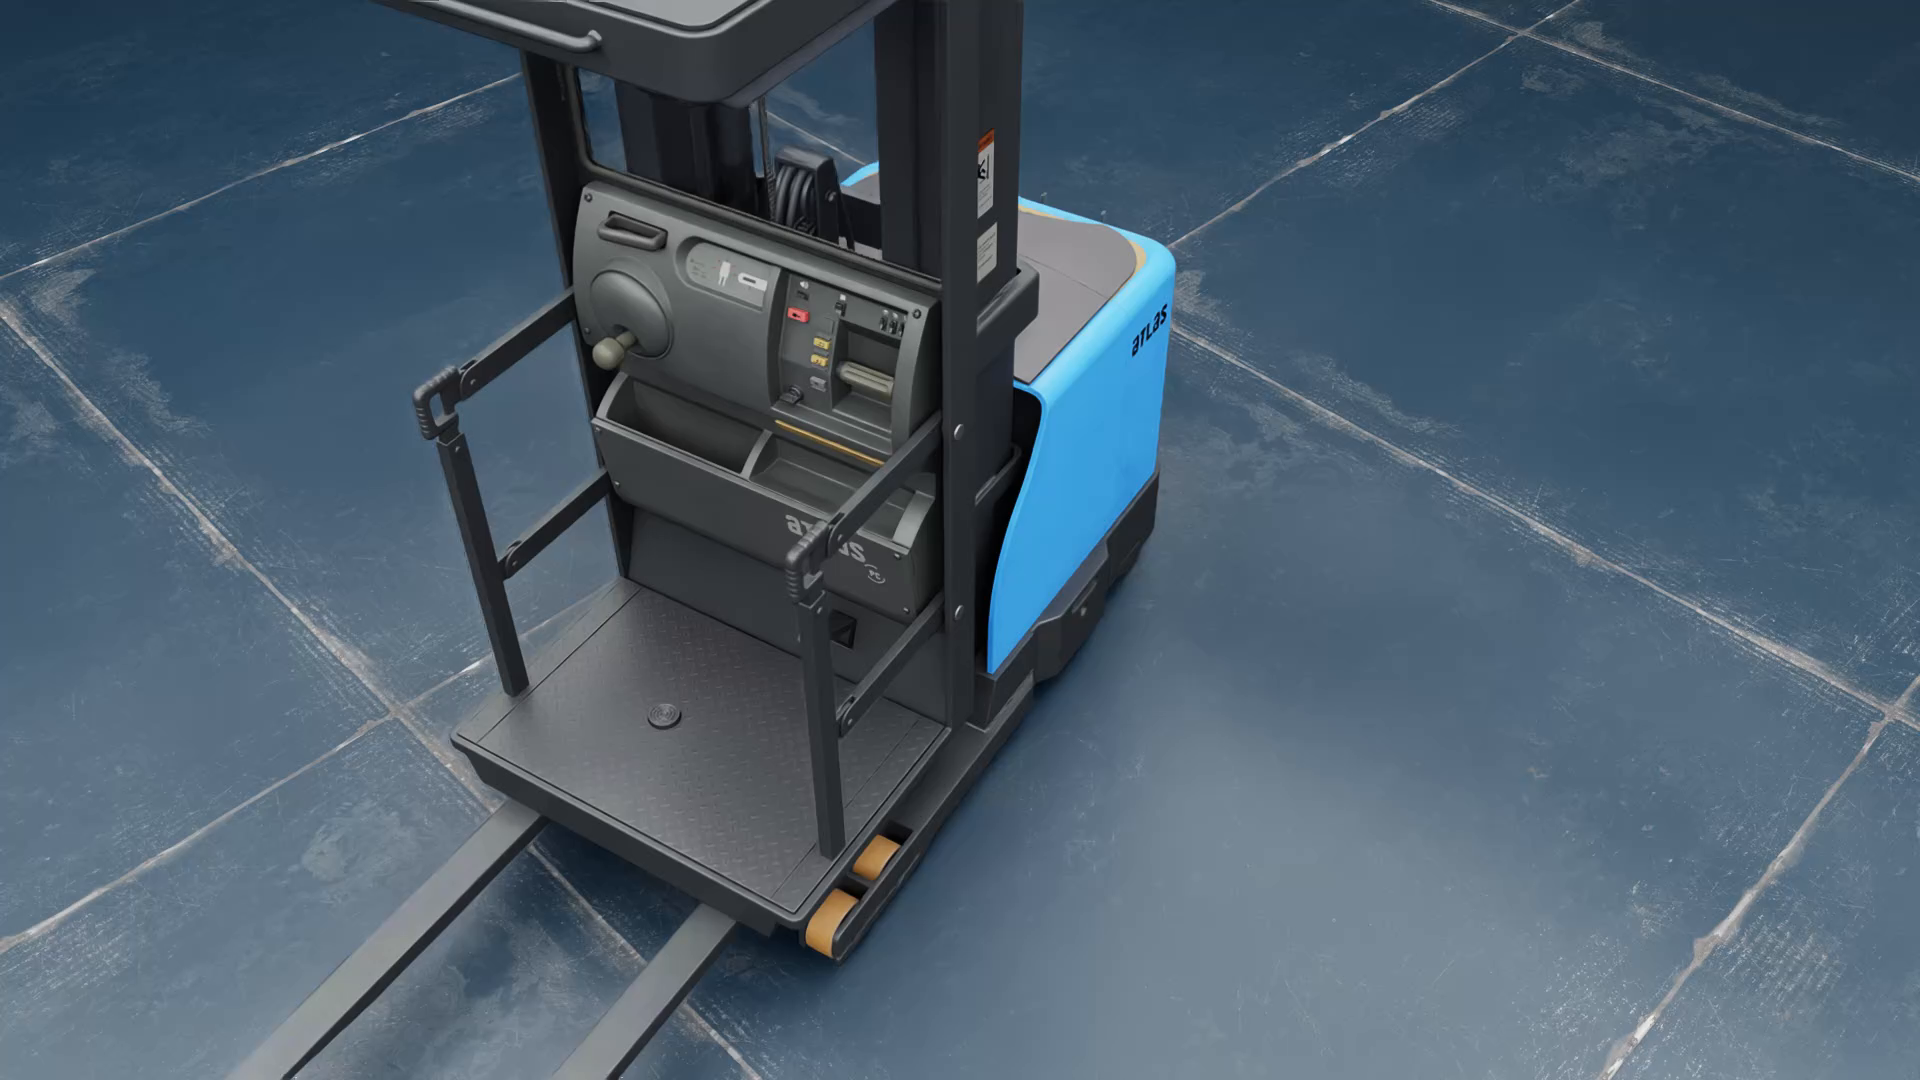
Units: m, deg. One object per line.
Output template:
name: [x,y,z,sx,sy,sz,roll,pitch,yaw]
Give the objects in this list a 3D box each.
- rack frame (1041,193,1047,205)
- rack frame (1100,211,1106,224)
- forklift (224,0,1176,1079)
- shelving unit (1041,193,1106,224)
rack frame: [0.199,-0.658,5.299,0.006,0.900,0.240,22,47,22]
rack frame: [0.373,-0.587,5.222,0.006,0.900,0.240,22,47,22]
forklift: [-0.586,-0.407,3.531,1.130,2.935,3.031,22,47,22]
shelving unit: [0.286,-0.623,5.260,0.210,0.900,0.258,22,47,22]
